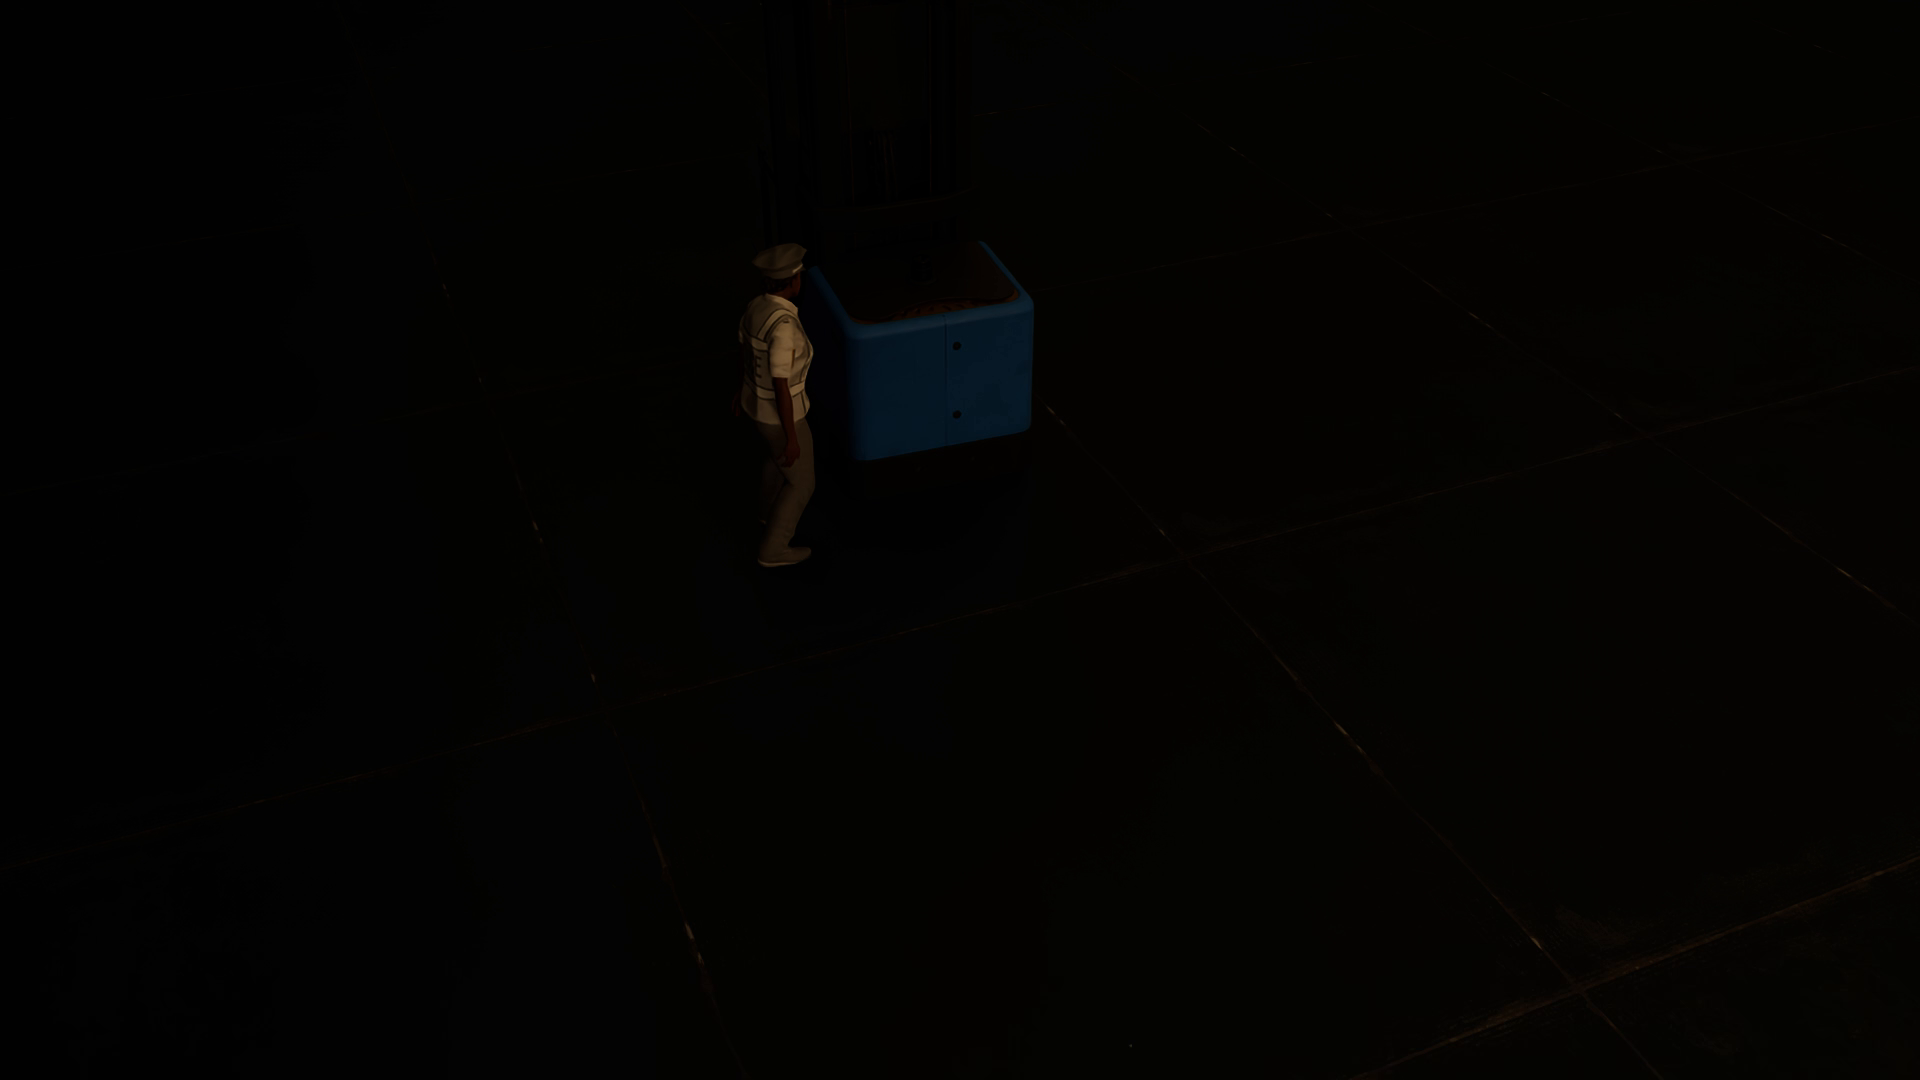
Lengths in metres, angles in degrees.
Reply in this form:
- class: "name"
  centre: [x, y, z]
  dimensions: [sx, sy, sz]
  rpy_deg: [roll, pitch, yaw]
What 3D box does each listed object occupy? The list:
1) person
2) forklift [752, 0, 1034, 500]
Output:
- class: "person"
  centre: [-0.899, -0.647, 8.157]
  dimensions: [0.423, 1.632, 0.804]
  rpy_deg: [-16, 38, -21]
- class: "forklift"
  centre: [-0.566, -2.256, 9.271]
  dimensions: [1.130, 2.935, 3.031]
  rpy_deg: [-11, 37, -16]
